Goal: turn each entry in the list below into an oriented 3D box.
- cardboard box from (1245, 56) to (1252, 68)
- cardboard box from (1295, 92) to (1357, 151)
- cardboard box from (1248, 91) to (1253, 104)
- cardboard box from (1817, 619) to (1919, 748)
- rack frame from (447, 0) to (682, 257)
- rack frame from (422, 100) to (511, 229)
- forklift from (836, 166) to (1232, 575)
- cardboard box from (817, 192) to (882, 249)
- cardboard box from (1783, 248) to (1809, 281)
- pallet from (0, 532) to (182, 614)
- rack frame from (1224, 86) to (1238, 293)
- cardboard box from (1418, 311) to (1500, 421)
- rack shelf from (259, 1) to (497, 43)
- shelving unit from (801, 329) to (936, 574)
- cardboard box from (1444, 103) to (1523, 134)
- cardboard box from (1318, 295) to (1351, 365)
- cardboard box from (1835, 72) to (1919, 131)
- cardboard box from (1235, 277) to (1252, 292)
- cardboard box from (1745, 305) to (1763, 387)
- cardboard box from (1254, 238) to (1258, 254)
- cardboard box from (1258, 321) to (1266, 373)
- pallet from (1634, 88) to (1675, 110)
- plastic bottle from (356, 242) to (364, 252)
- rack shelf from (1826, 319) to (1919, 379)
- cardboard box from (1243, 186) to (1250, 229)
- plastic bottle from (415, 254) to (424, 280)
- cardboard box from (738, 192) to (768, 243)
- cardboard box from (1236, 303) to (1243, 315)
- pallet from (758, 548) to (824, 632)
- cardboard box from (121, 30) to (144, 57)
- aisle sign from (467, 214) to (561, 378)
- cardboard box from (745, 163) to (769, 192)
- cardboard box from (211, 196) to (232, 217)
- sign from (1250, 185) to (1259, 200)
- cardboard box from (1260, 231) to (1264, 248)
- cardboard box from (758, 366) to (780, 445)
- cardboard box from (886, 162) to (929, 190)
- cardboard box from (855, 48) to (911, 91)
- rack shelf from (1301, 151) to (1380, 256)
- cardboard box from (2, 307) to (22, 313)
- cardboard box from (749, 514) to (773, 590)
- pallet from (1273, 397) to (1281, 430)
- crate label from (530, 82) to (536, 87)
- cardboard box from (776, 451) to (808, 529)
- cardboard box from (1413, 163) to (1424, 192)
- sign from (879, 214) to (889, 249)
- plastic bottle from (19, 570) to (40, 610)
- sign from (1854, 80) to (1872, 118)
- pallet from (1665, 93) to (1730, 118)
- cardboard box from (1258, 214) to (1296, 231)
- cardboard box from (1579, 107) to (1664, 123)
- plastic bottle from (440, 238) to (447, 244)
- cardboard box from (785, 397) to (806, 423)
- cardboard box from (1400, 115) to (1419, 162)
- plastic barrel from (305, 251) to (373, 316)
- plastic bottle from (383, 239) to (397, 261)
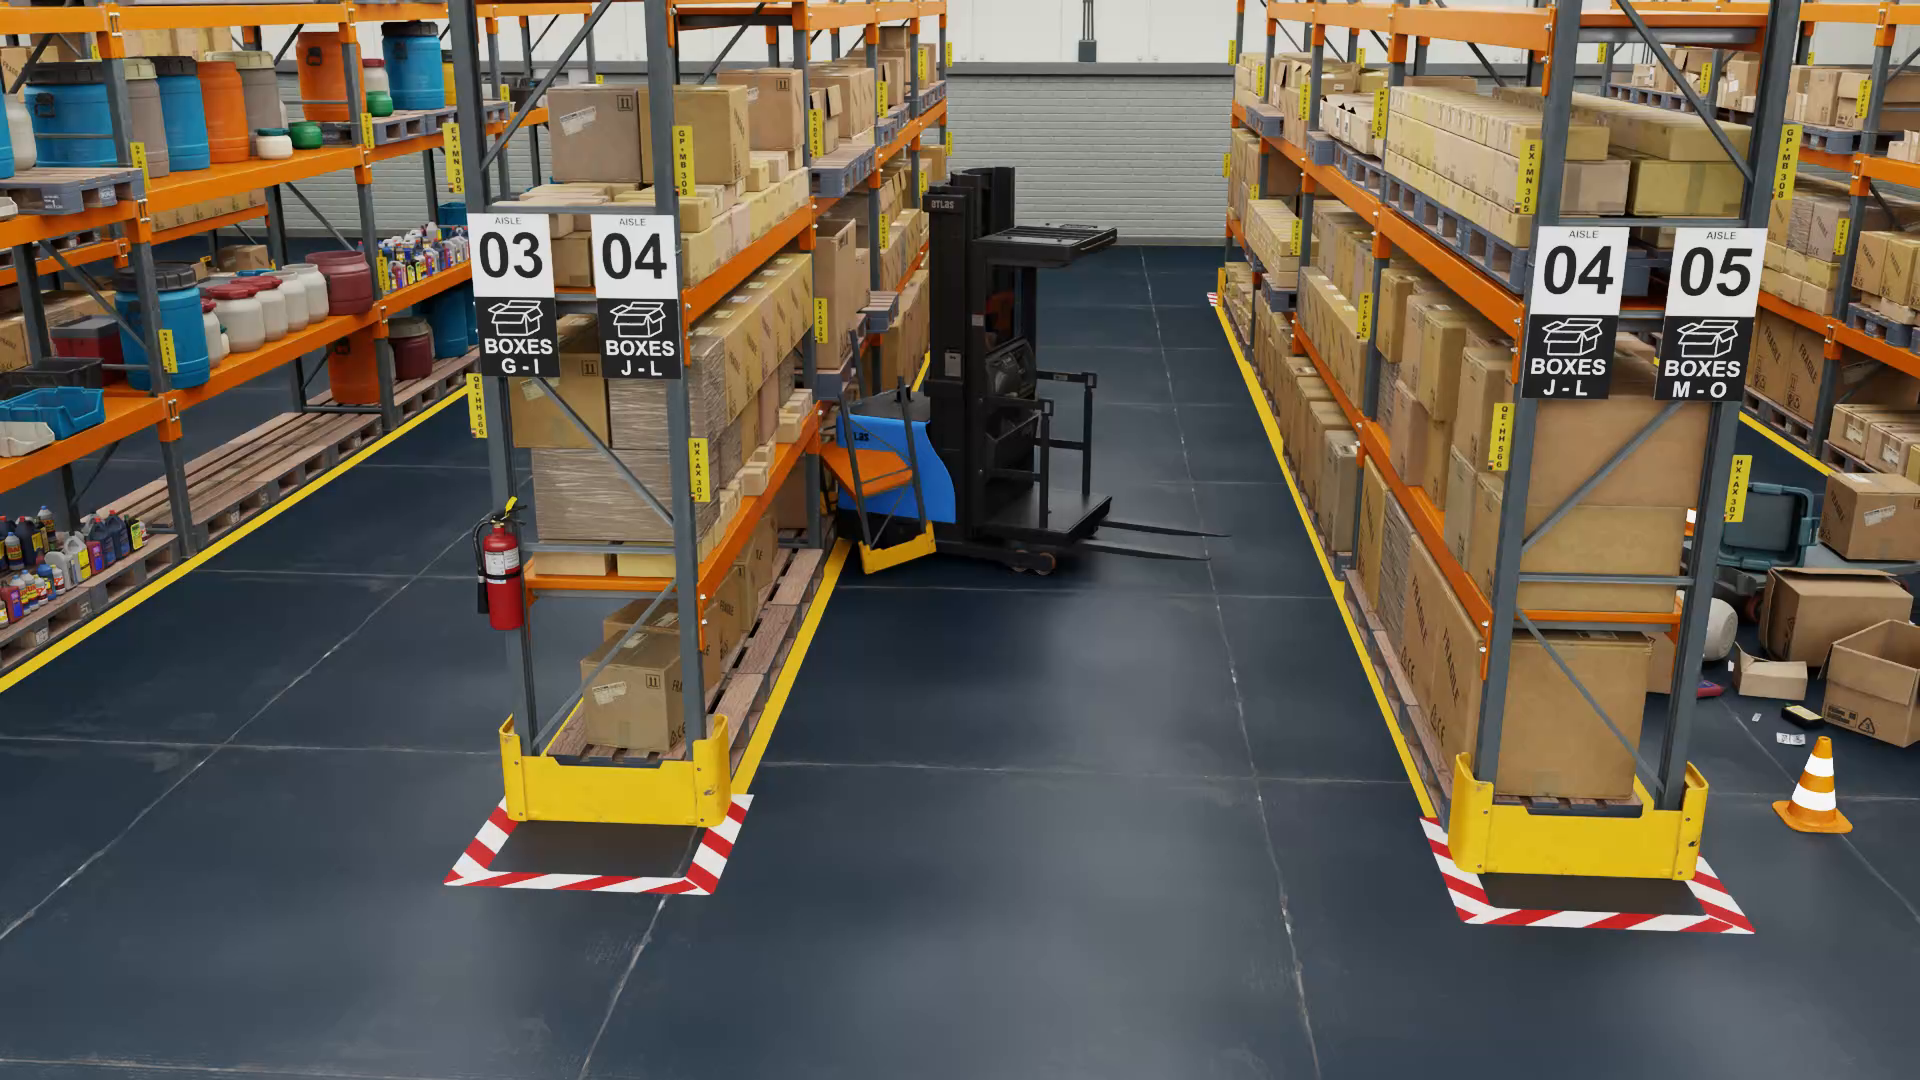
[{"bbox_3d":[3.821,-6.062,21.088,0.380,0.149,0.250,2,18,6],"label":"cardboard box"},{"bbox_3d":[3.459,-3.947,15.674,0.500,0.500,0.500,1,18,4],"label":"cardboard box"},{"bbox_3d":[3.807,-5.359,20.383,0.500,0.250,0.500,1,18,3],"label":"cardboard box"},{"bbox_3d":[5.643,0.857,10.000,0.797,0.503,0.637,-13,22,-34],"label":"cardboard box"},{"bbox_3d":[-1.842,-2.800,7.515,1.000,3.000,0.127,1,18,4],"label":"rack frame"},{"bbox_3d":[-5.922,-3.786,20.161,1.000,3.000,0.127,1,18,4],"label":"rack frame"},{"bbox_3d":[0.578,-1.316,12.733,3.031,2.935,1.130,8,20,22],"label":"forklift"},{"bbox_3d":[-1.200,-3.184,16.552,0.797,0.503,0.637,2,18,6],"label":"cardboard box"},{"bbox_3d":[8.431,-2.694,16.265,0.500,0.250,0.500,1,18,2],"label":"cardboard box"},{"bbox_3d":[-6.585,0.231,12.378,1.003,0.211,1.213,1,18,4],"label":"pallet"},{"bbox_3d":[4.245,-4.776,23.181,1.000,3.000,0.127,1,18,4],"label":"rack frame"},{"bbox_3d":[3.195,-1.017,9.733,0.875,0.550,0.500,1,18,4],"label":"cardboard box"},{"bbox_3d":[-6.065,-5.484,17.505,1.077,0.370,4.000,1,18,4],"label":"rack shelf"},{"bbox_3d":[-0.748,-0.695,12.730,0.587,1.500,1.083,-18,32,-16],"label":"shelving unit"},{"bbox_3d":[2.893,-2.325,9.170,0.380,0.149,0.250,1,18,4],"label":"cardboard box"},{"bbox_3d":[3.262,-1.736,13.743,0.500,0.500,0.500,1,18,3],"label":"cardboard box"},{"bbox_3d":[8.493,-4.007,15.176,0.797,0.503,0.637,0,18,1],"label":"cardboard box"},{"bbox_3d":[3.794,-3.339,21.745,0.380,0.149,0.250,2,18,5],"label":"cardboard box"},{"bbox_3d":[8.881,-2.169,17.964,0.875,0.875,0.875,2,18,6],"label":"cardboard box"},{"bbox_3d":[3.399,-3.181,18.042,0.380,0.149,0.250,0,18,1],"label":"cardboard box"},{"bbox_3d":[3.605,-2.157,18.530,0.500,0.500,0.500,2,18,6],"label":"cardboard box"},{"bbox_3d":[9.062,-5.469,20.623,1.003,0.211,1.213,1,18,4],"label":"pallet"},{"bbox_3d":[-6.470,-3.059,18.021,0.144,0.351,0.185,1,18,4],"label":"plastic bottle"},{"bbox_3d":[8.473,-1.249,13.573,1.077,0.370,4.000,1,18,4],"label":"rack shelf"},{"bbox_3d":[3.750,-4.040,20.298,0.500,0.500,0.500,1,18,2],"label":"cardboard box"},{"bbox_3d":[-5.760,-2.902,17.669,0.097,0.271,0.097,0,18,0],"label":"plastic bottle"},{"bbox_3d":[-1.447,-1.923,9.897,0.500,0.250,0.500,2,18,6],"label":"cardboard box"},{"bbox_3d":[3.791,-2.984,21.618,0.380,0.149,0.250,1,18,4],"label":"cardboard box"},{"bbox_3d":[-1.568,0.343,12.036,1.003,0.211,1.213,1,18,4],"label":"pallet"},{"bbox_3d":[-10.688,-6.150,20.791,0.700,0.500,0.500,1,18,4],"label":"cardboard box"},{"bbox_3d":[-2.145,-1.172,8.006,0.394,0.787,0.004,1,18,4],"label":"aisle sign"},{"bbox_3d":[-1.379,-2.218,10.157,0.380,0.149,0.250,2,18,6],"label":"cardboard box"},{"bbox_3d":[-10.411,-4.727,22.870,0.500,0.500,0.500,1,18,4],"label":"cardboard box"},{"bbox_3d":[3.417,-3.955,19.284,0.100,0.325,0.005,1,18,4],"label":"sign"},{"bbox_3d":[3.361,-3.157,17.492,0.380,0.149,0.250,1,18,3],"label":"cardboard box"},{"bbox_3d":[-1.655,-0.929,10.804,0.875,0.500,0.500,1,18,4],"label":"cardboard box"},{"bbox_3d":[-0.649,-4.398,20.586,0.500,0.500,0.500,1,18,4],"label":"cardboard box"},{"bbox_3d":[-0.942,-5.807,20.515,0.700,0.500,0.500,2,18,7],"label":"cardboard box"},{"bbox_3d":[3.528,-2.754,13.347,1.077,0.370,4.000,1,18,4],"label":"rack shelf"},{"bbox_3d":[-11.210,-2.453,19.401,0.500,0.500,0.500,2,18,5],"label":"cardboard box"},{"bbox_3d":[-1.657,0.099,11.645,0.500,0.500,0.500,7,20,21],"label":"cardboard box"},{"bbox_3d":[3.729,-1.209,16.773,1.003,0.211,1.213,1,18,4],"label":"pallet"},{"bbox_3d":[-6.023,-6.104,22.656,0.408,0.251,0.502,1,18,4],"label":"crate label"},{"bbox_3d":[-1.490,-0.402,13.142,0.700,0.500,0.500,0,18,0],"label":"cardboard box"},{"bbox_3d":[2.949,-2.180,10.011,0.380,0.149,0.250,1,18,3],"label":"cardboard box"},{"bbox_3d":[-0.726,-2.937,15.836,0.100,0.325,0.005,1,18,4],"label":"sign"},{"bbox_3d":[-6.309,0.335,11.260,0.097,0.271,0.097,0,18,0],"label":"plastic bottle"},{"bbox_3d":[8.063,-3.936,14.842,0.100,0.325,0.005,1,18,4],"label":"sign"},{"bbox_3d":[8.972,-5.092,19.470,1.003,0.211,1.213,1,18,4],"label":"pallet"},{"bbox_3d":[3.380,-3.383,17.703,0.380,0.149,0.250,2,18,6],"label":"cardboard box"},{"bbox_3d":[3.532,-2.230,8.882,0.380,0.149,0.250,1,18,3],"label":"cardboard box"},{"bbox_3d":[-5.825,-3.281,18.824,0.097,0.271,0.097,0,18,0],"label":"plastic bottle"},{"bbox_3d":[-1.305,-0.921,11.820,0.380,0.149,0.250,1,18,4],"label":"cardboard box"},{"bbox_3d":[3.036,-2.489,10.313,0.500,0.250,0.500,1,18,3],"label":"cardboard box"},{"bbox_3d":[-5.940,-2.458,15.888,0.600,0.536,0.708,1,18,4],"label":"plastic barrel"},{"bbox_3d":[-6.418,-3.232,18.670,0.152,0.276,0.135,1,18,4],"label":"plastic bottle"}]
